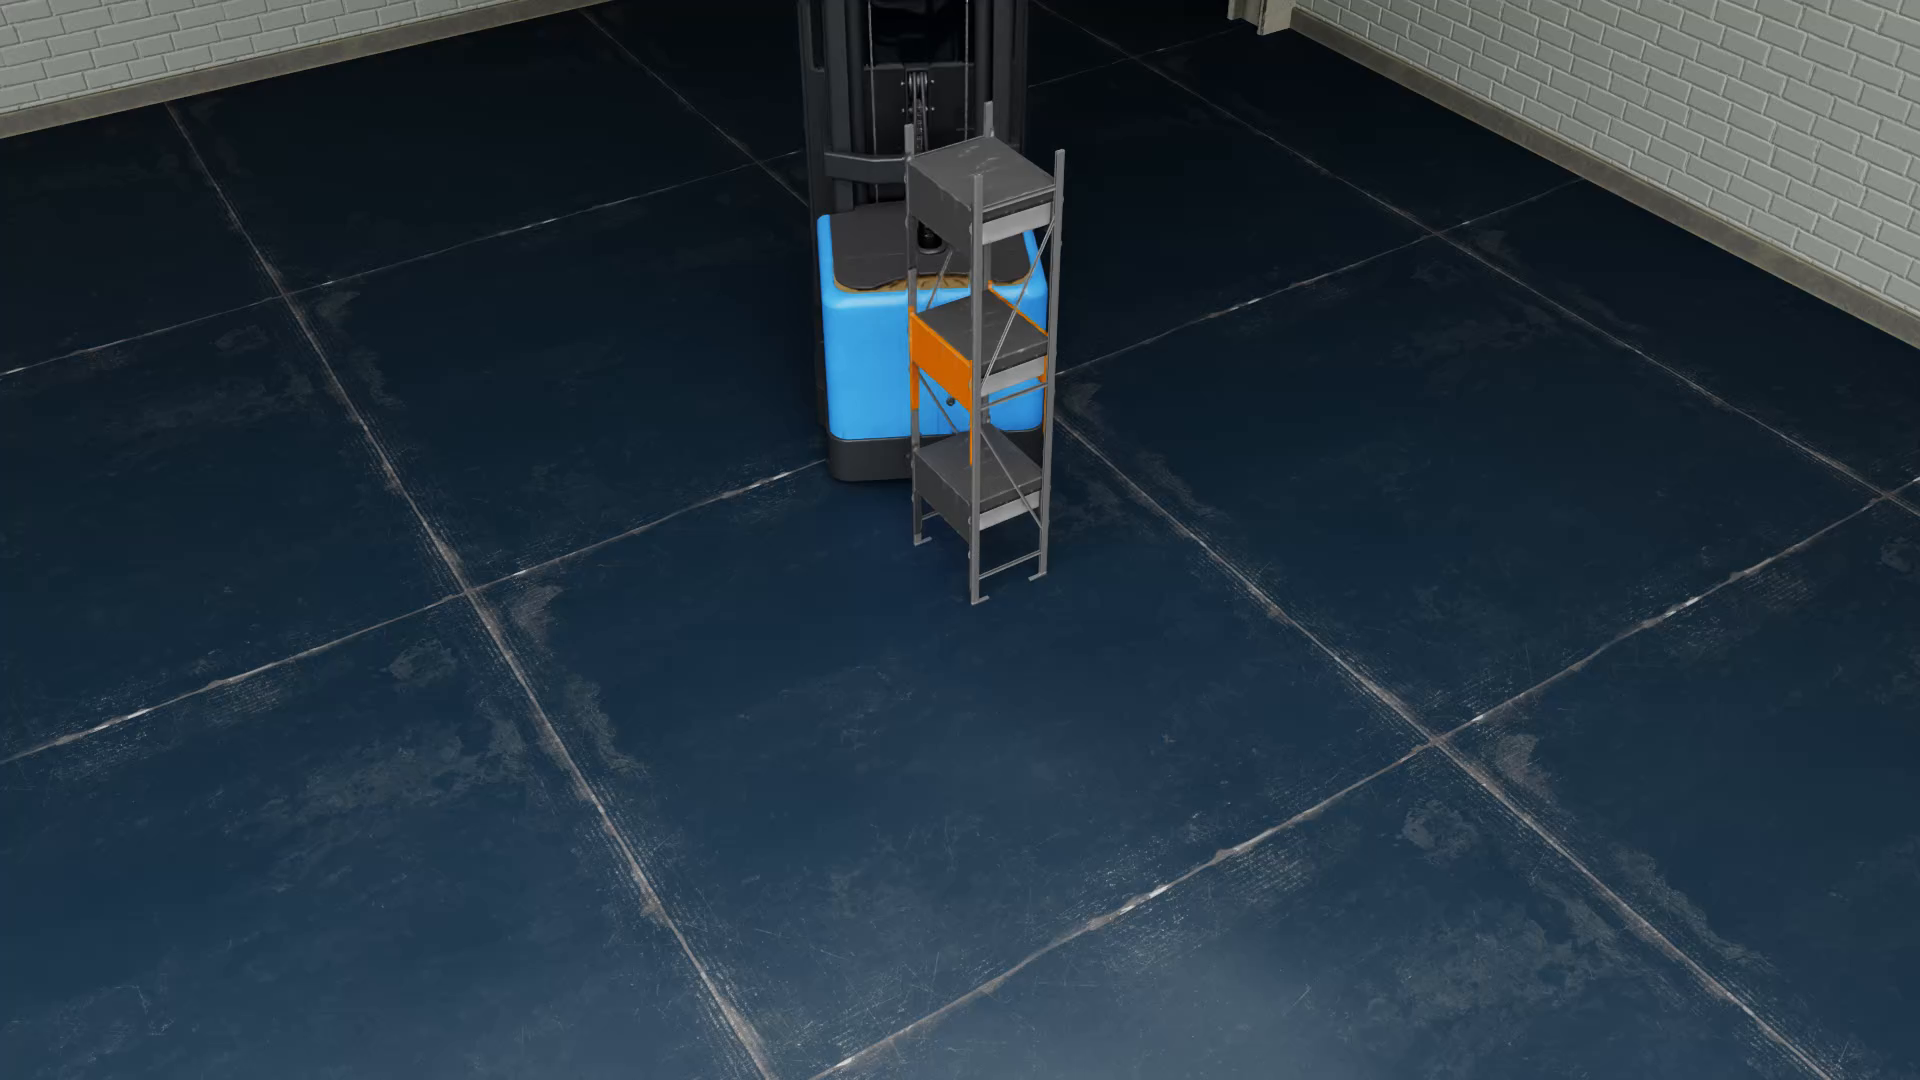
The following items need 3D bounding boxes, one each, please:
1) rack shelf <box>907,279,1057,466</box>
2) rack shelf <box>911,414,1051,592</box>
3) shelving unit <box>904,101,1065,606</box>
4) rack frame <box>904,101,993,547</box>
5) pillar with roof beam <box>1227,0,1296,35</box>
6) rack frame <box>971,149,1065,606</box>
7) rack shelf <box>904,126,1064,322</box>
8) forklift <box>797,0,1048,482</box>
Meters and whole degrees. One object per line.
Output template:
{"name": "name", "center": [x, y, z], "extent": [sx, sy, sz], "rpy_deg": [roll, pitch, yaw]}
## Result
{"name": "rack shelf", "center": [0.089, -0.707, 6.979], "extent": [0.431, 0.518, 0.480], "rpy_deg": [-22, 45, -24]}
{"name": "rack shelf", "center": [0.089, -0.169, 7.427], "extent": [0.431, 0.518, 0.480], "rpy_deg": [-22, 45, -24]}
{"name": "shelving unit", "center": [0.089, -0.717, 6.971], "extent": [0.431, 2.100, 0.503], "rpy_deg": [-22, 45, -24]}
{"name": "rack frame", "center": [-0.042, -0.849, 7.129], "extent": [0.400, 2.100, 0.015], "rpy_deg": [-22, 45, -24]}
{"name": "pillar with roof beam", "center": [-1.399, -5.832, 7.719], "extent": [9.100, 9.000, 0.400], "rpy_deg": [-22, 45, -24]}
{"name": "rack frame", "center": [0.220, -0.586, 6.813], "extent": [0.400, 2.100, 0.015], "rpy_deg": [-22, 45, -24]}
{"name": "rack shelf", "center": [0.089, -1.245, 6.531], "extent": [0.431, 0.518, 0.480], "rpy_deg": [-22, 45, -24]}
{"name": "forklift", "center": [-0.246, -2.341, 8.270], "extent": [1.130, 2.935, 3.031], "rpy_deg": [-4, 40, -4]}
